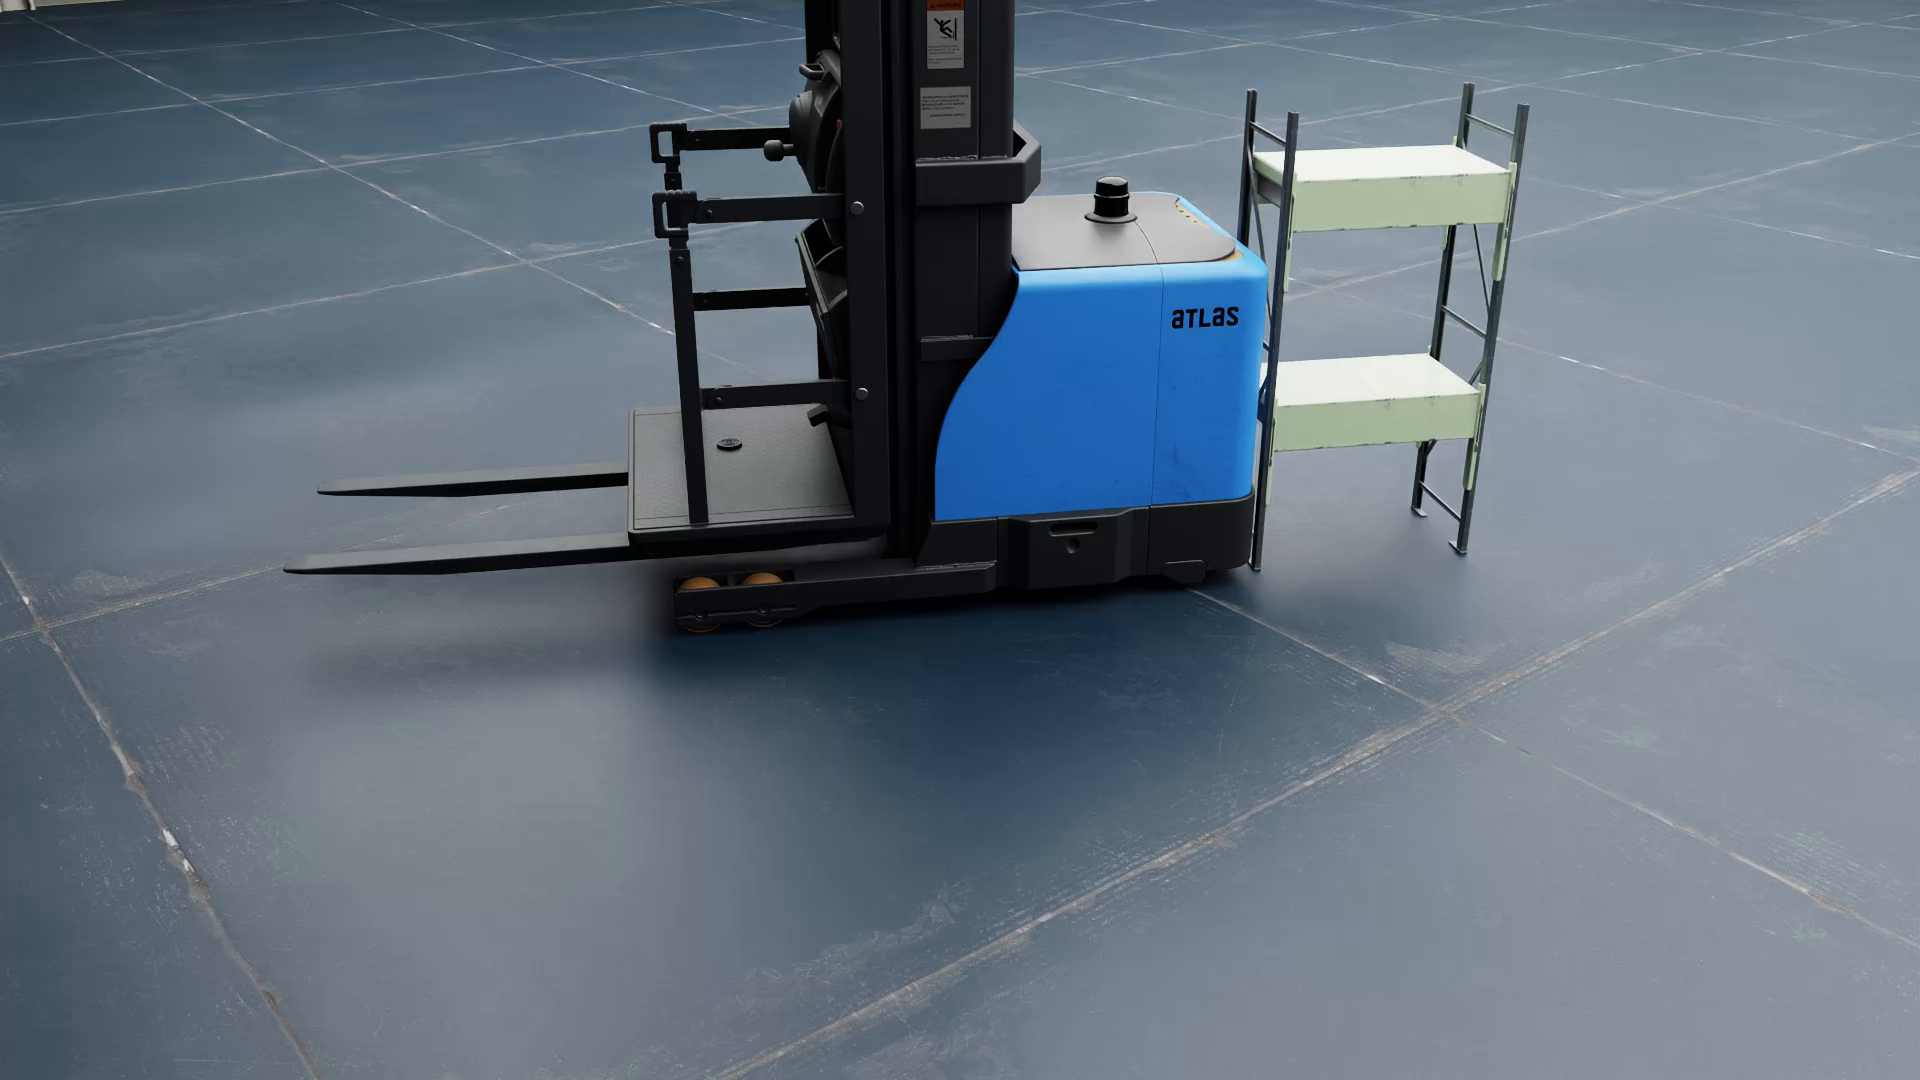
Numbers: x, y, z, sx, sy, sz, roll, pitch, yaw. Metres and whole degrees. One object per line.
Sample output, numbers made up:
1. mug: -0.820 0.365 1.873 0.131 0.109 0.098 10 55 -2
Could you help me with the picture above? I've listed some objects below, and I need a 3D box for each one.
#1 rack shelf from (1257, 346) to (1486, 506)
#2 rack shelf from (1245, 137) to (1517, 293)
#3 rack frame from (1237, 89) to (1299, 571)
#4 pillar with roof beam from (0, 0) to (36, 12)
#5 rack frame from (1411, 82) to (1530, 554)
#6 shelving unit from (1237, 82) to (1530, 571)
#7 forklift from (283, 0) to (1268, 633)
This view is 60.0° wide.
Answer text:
1. rack shelf: 1.314 -0.392 5.588 0.720 0.370 0.431 -4 25 -9
2. rack shelf: 1.314 -1.042 5.287 0.720 0.370 0.431 -4 25 -9
3. rack frame: 0.953 -0.660 5.391 0.023 1.500 0.400 -4 25 -9
4. pillar with roof beam: -7.810 -8.521 13.421 0.400 9.000 9.100 -18 31 -34
5. rack frame: 1.674 -0.716 5.510 0.023 1.500 0.400 -4 25 -9
6. shelving unit: 1.314 -0.688 5.451 0.755 1.500 0.431 -4 25 -9
7. forklift: -0.613 -1.284 5.035 3.031 2.935 1.130 -4 25 -9
